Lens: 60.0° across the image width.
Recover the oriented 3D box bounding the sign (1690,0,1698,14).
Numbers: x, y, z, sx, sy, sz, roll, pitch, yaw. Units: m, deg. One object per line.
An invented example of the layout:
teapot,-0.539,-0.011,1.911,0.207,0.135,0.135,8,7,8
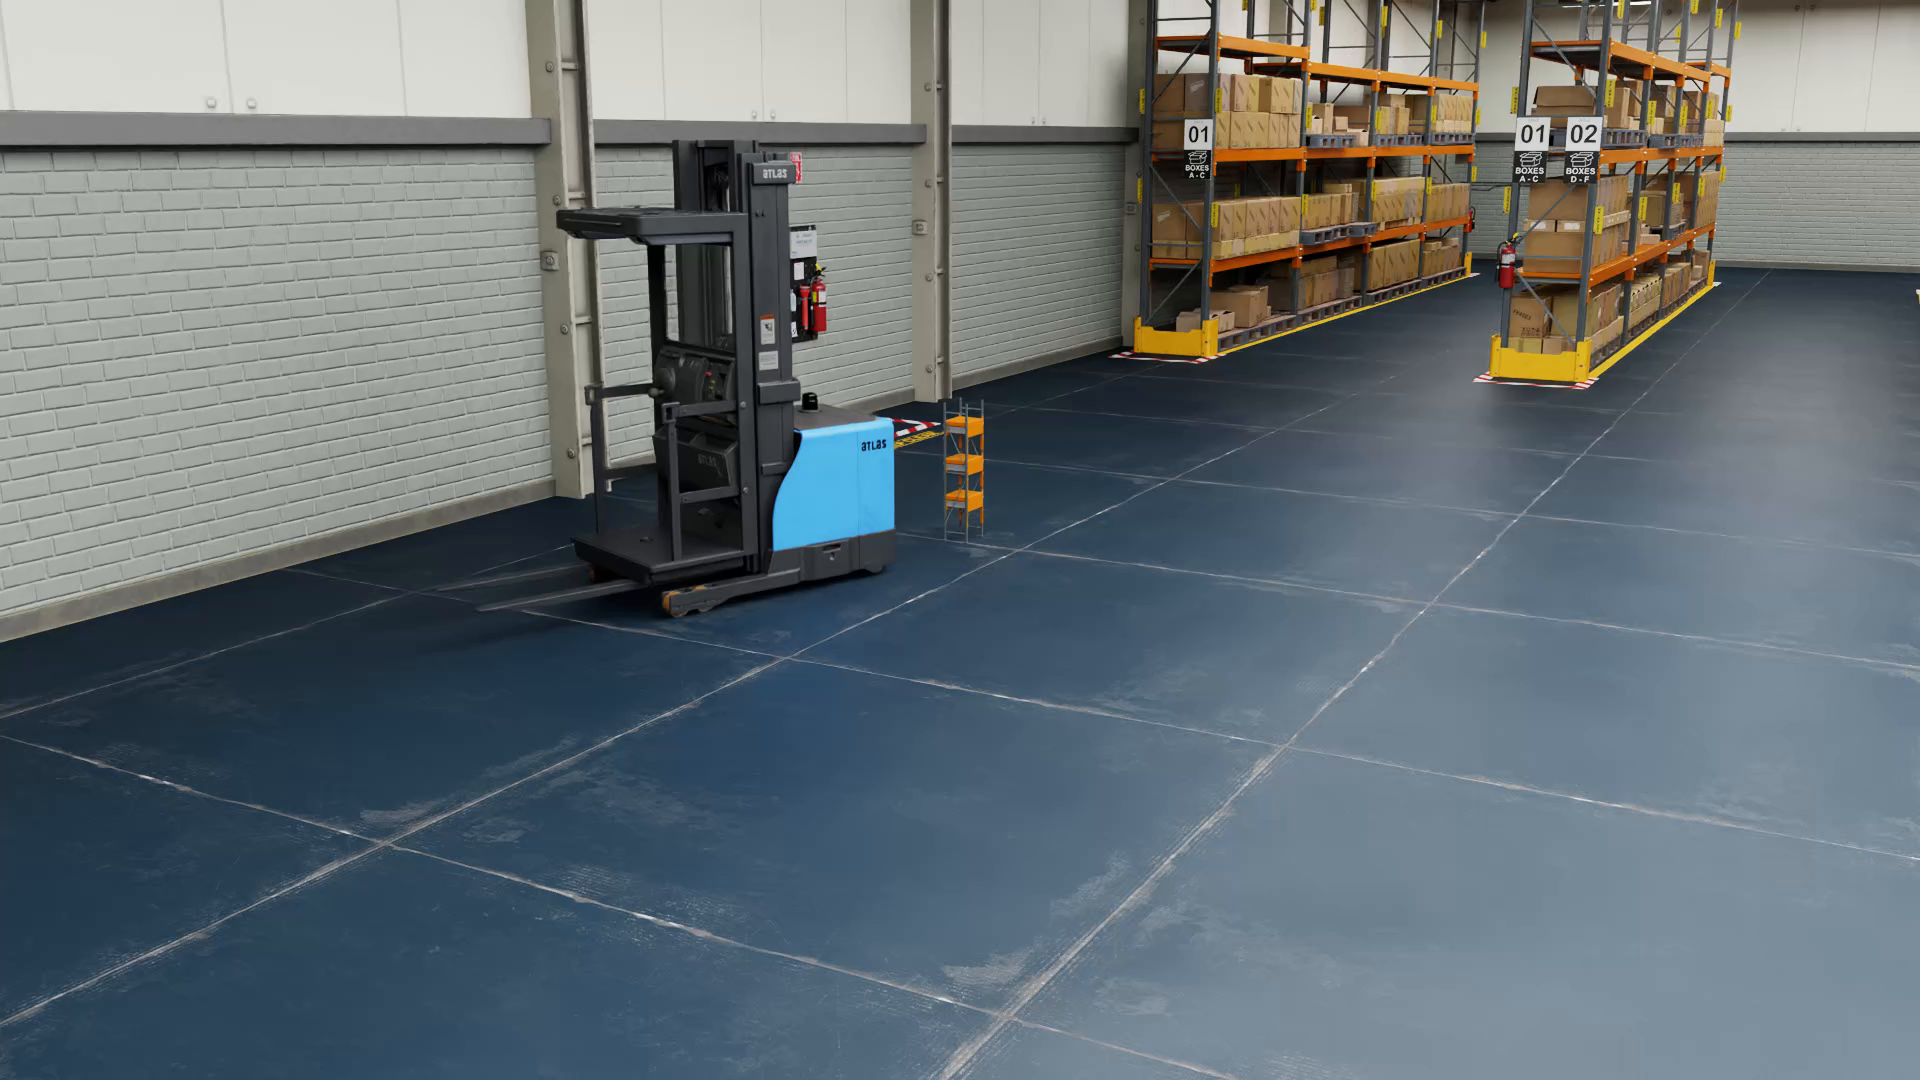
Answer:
sign,11.691,-8.547,26.455,0.100,0.325,0.005,7,15,28

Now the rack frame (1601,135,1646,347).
rack frame,9.270,-4.341,24.140,1.000,3.000,0.127,7,15,28

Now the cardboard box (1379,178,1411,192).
cardboard box,8.295,-6.777,31.753,0.500,0.250,0.500,8,16,29

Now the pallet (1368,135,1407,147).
pallet,7.668,-7.456,31.065,1.003,0.211,1.213,8,16,31

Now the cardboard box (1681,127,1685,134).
cardboard box,11.883,-6.973,28.444,0.910,0.500,0.500,7,15,28

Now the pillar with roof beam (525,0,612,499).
pillar with roof beam,0.547,-4.289,11.124,9.100,9.000,0.400,7,15,28

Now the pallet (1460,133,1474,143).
pallet,10.383,-8.625,35.699,1.003,0.211,1.213,7,15,28

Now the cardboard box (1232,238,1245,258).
cardboard box,3.750,-4.190,23.790,0.500,0.250,0.500,7,15,26

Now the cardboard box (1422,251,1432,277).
cardboard box,9.250,-5.674,34.104,0.700,0.500,0.500,8,16,29

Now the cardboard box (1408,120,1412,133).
cardboard box,8.925,-8.348,33.570,0.500,0.250,0.500,8,15,29

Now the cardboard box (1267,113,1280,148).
cardboard box,4.414,-6.066,24.639,0.500,0.500,0.500,7,15,26

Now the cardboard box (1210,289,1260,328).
cardboard box,4.085,-3.473,24.934,0.700,0.500,0.500,6,15,25

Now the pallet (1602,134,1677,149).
pallet,10.416,-6.149,25.642,1.003,0.211,1.213,8,16,31

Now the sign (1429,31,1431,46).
sign,10.250,-10.875,36.111,0.100,0.325,0.005,7,15,28

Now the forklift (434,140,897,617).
forklift,-1.896,-1.075,10.738,3.031,2.935,1.130,-11,17,-39

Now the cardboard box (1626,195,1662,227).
cardboard box,11.409,-5.556,28.072,0.700,0.500,0.500,2,14,9

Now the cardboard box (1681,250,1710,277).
cardboard box,15.024,-5.662,34.015,0.500,0.500,0.500,7,15,28

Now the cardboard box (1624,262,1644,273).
cardboard box,11.474,-4.755,28.653,0.500,0.250,0.500,8,16,30

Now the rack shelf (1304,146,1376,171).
rack shelf,5.899,-6.420,27.899,1.077,0.370,4.000,7,15,28

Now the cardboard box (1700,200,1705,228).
cardboard box,13.867,-6.210,31.679,0.500,0.500,0.500,8,16,29

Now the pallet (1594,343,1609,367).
pallet,8.260,-2.576,22.767,1.003,0.211,1.213,7,15,28

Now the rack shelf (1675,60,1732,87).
rack shelf,14.104,-8.958,32.031,1.077,0.370,4.000,7,15,28

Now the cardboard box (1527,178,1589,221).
cardboard box,7.599,-4.305,21.008,0.700,0.500,0.500,7,15,28

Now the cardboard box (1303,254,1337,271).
cardboard box,6.233,-4.822,28.929,0.500,0.250,0.500,8,16,29

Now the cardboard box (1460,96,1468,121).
cardboard box,10.366,-9.084,35.022,0.500,0.500,0.500,8,16,30

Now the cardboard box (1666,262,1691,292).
cardboard box,13.150,-4.847,30.634,0.500,0.500,0.500,7,15,28

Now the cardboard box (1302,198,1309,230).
cardboard box,5.208,-5.265,26.818,0.700,0.500,0.500,7,15,28

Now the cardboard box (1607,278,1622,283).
cardboard box,10.447,-4.119,26.992,0.500,0.311,0.500,7,15,27

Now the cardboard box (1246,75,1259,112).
cardboard box,3.922,-6.339,23.636,0.500,0.500,0.500,8,16,30

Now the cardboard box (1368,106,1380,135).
cardboard box,7.260,-7.663,30.369,0.700,0.500,0.500,6,15,25

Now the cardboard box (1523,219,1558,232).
cardboard box,7.354,-3.984,21.062,0.380,0.149,0.250,7,15,27

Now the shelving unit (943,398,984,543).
shelving unit,0.026,-0.521,12.456,0.215,1.050,0.252,7,15,28

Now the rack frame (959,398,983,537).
rack frame,0.085,-0.546,12.560,0.200,1.050,0.008,7,15,28

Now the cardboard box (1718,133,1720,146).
cardboard box,14.802,-7.952,33.036,0.500,0.250,0.500,7,15,28

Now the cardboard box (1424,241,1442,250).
cardboard box,9.828,-6.146,34.678,0.380,0.149,0.250,7,15,26

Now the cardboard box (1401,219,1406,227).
cardboard box,8.365,-6.123,32.024,0.380,0.149,0.250,7,15,28

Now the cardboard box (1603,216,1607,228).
cardboard box,8.335,-4.205,21.977,0.380,0.149,0.250,7,15,27

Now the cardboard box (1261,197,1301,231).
cardboard box,4.974,-5.071,25.844,0.500,0.500,0.500,7,15,28

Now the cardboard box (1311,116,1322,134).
cardboard box,5.564,-6.750,27.026,0.500,0.311,0.500,8,16,30

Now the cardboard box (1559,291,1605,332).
cardboard box,8.261,-3.044,22.130,0.500,0.500,0.500,7,15,28

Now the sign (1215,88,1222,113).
sign,3.473,-5.902,22.352,0.100,0.325,0.005,7,15,28

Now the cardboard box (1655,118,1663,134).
cardboard box,10.796,-6.542,26.293,0.500,0.250,0.500,8,16,30

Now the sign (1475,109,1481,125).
sign,11.201,-9.149,35.964,0.100,0.325,0.005,7,15,28

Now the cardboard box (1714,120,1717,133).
cardboard box,14.323,-7.989,32.124,0.500,0.250,0.500,7,15,28

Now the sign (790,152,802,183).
sign,-1.640,-3.725,16.640,0.001,0.298,0.199,7,15,28

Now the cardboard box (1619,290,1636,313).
cardboard box,9.688,-3.538,24.581,0.500,0.311,0.500,7,15,28

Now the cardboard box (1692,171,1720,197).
cardboard box,15.097,-7.215,33.715,0.500,0.500,0.500,7,15,28

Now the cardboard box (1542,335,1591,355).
cardboard box,7.790,-2.473,21.360,0.500,0.250,0.500,7,15,28

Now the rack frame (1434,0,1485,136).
rack frame,10.733,-10.280,35.973,1.000,3.000,0.127,7,15,28

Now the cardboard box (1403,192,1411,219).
cardboard box,8.308,-6.415,31.850,0.500,0.500,0.500,7,15,28

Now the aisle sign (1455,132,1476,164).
aisle sign,11.030,-8.608,36.292,0.394,0.787,0.004,7,15,28

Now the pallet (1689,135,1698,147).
pallet,12.262,-7.010,29.212,1.213,0.211,1.003,7,15,28

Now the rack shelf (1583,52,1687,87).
rack shelf,10.237,-7.124,25.270,1.077,0.370,4.000,7,15,28
